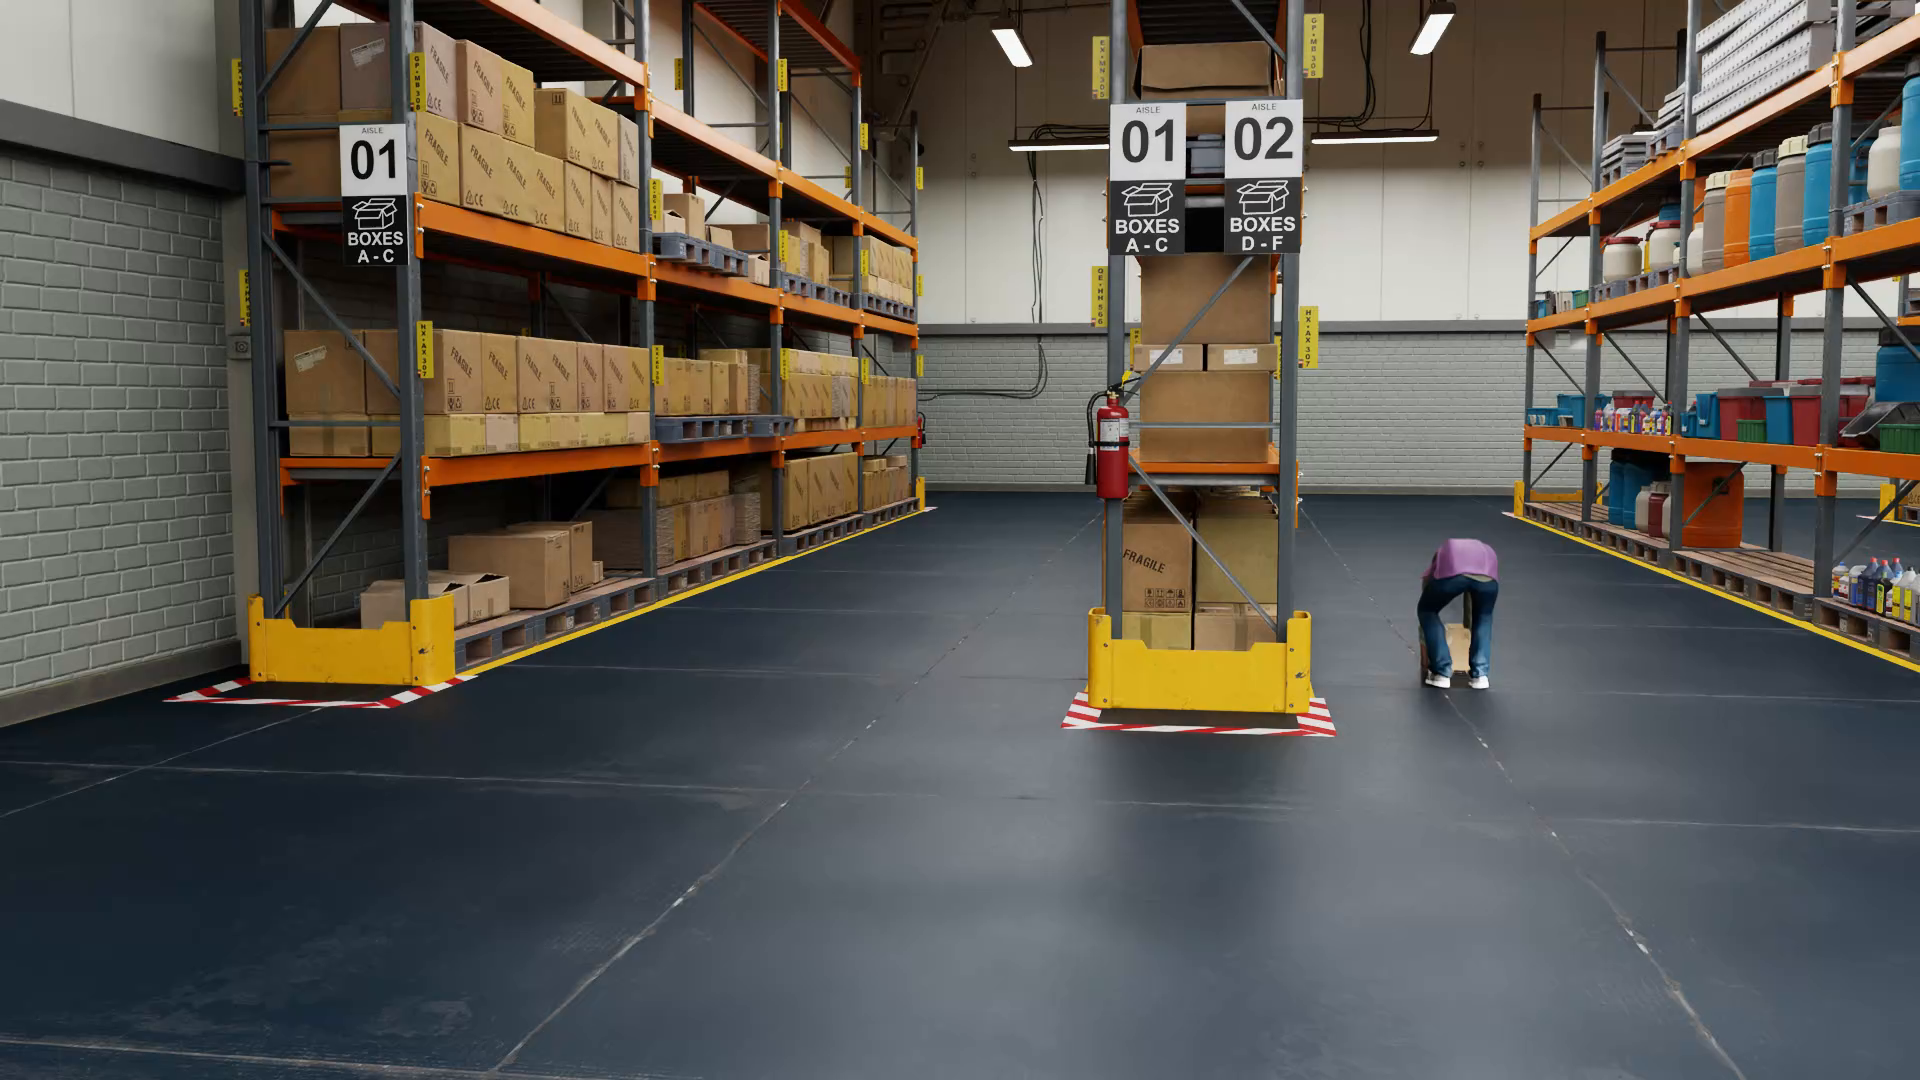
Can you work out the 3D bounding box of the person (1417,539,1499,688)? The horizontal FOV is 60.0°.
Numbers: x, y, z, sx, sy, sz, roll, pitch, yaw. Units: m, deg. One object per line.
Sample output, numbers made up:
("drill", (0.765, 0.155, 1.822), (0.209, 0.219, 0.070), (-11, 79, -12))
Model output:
("person", (2.875, 0.407, 9.661), (0.427, 0.860, 0.853), (0, 5, 5))
